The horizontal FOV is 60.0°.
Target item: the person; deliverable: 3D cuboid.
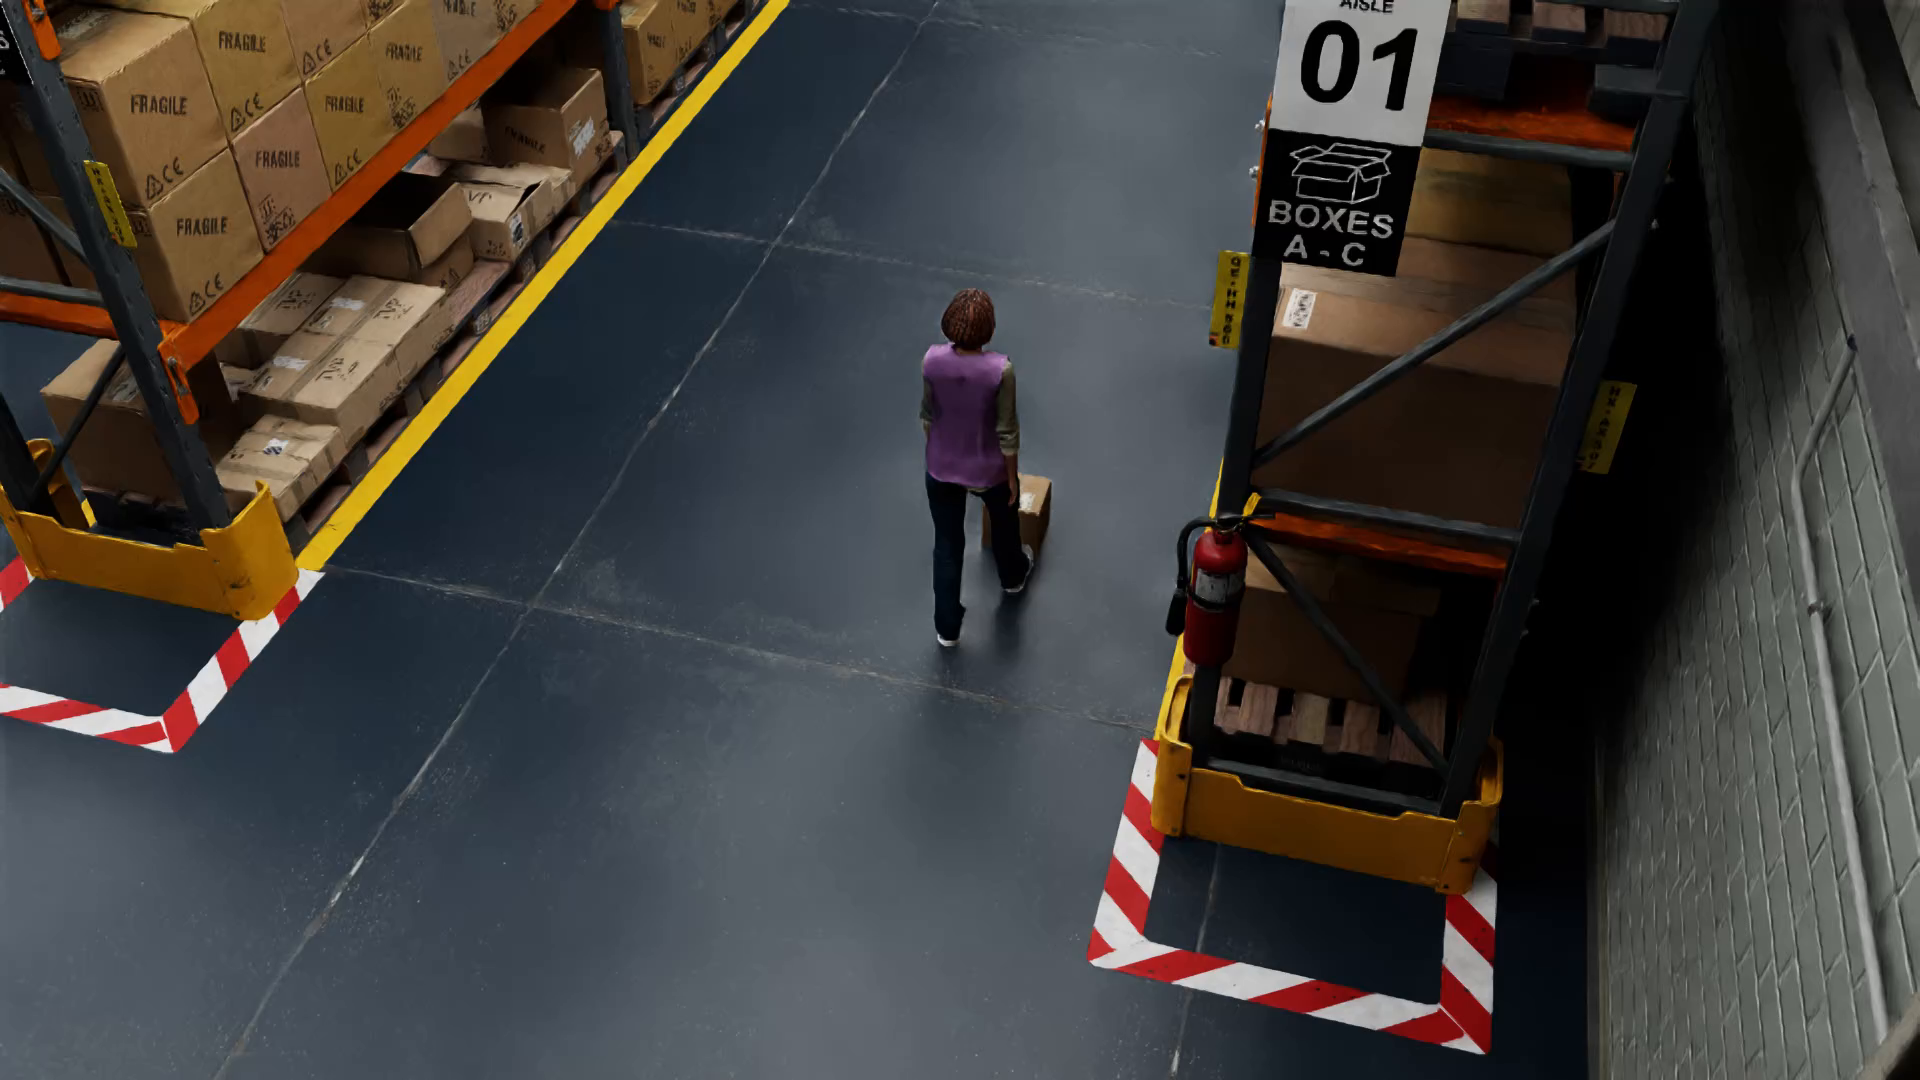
[{"bbox_3d":[0.064,-0.339,6.539,0.429,1.587,0.635,8,42,8],"label":"person"}]
